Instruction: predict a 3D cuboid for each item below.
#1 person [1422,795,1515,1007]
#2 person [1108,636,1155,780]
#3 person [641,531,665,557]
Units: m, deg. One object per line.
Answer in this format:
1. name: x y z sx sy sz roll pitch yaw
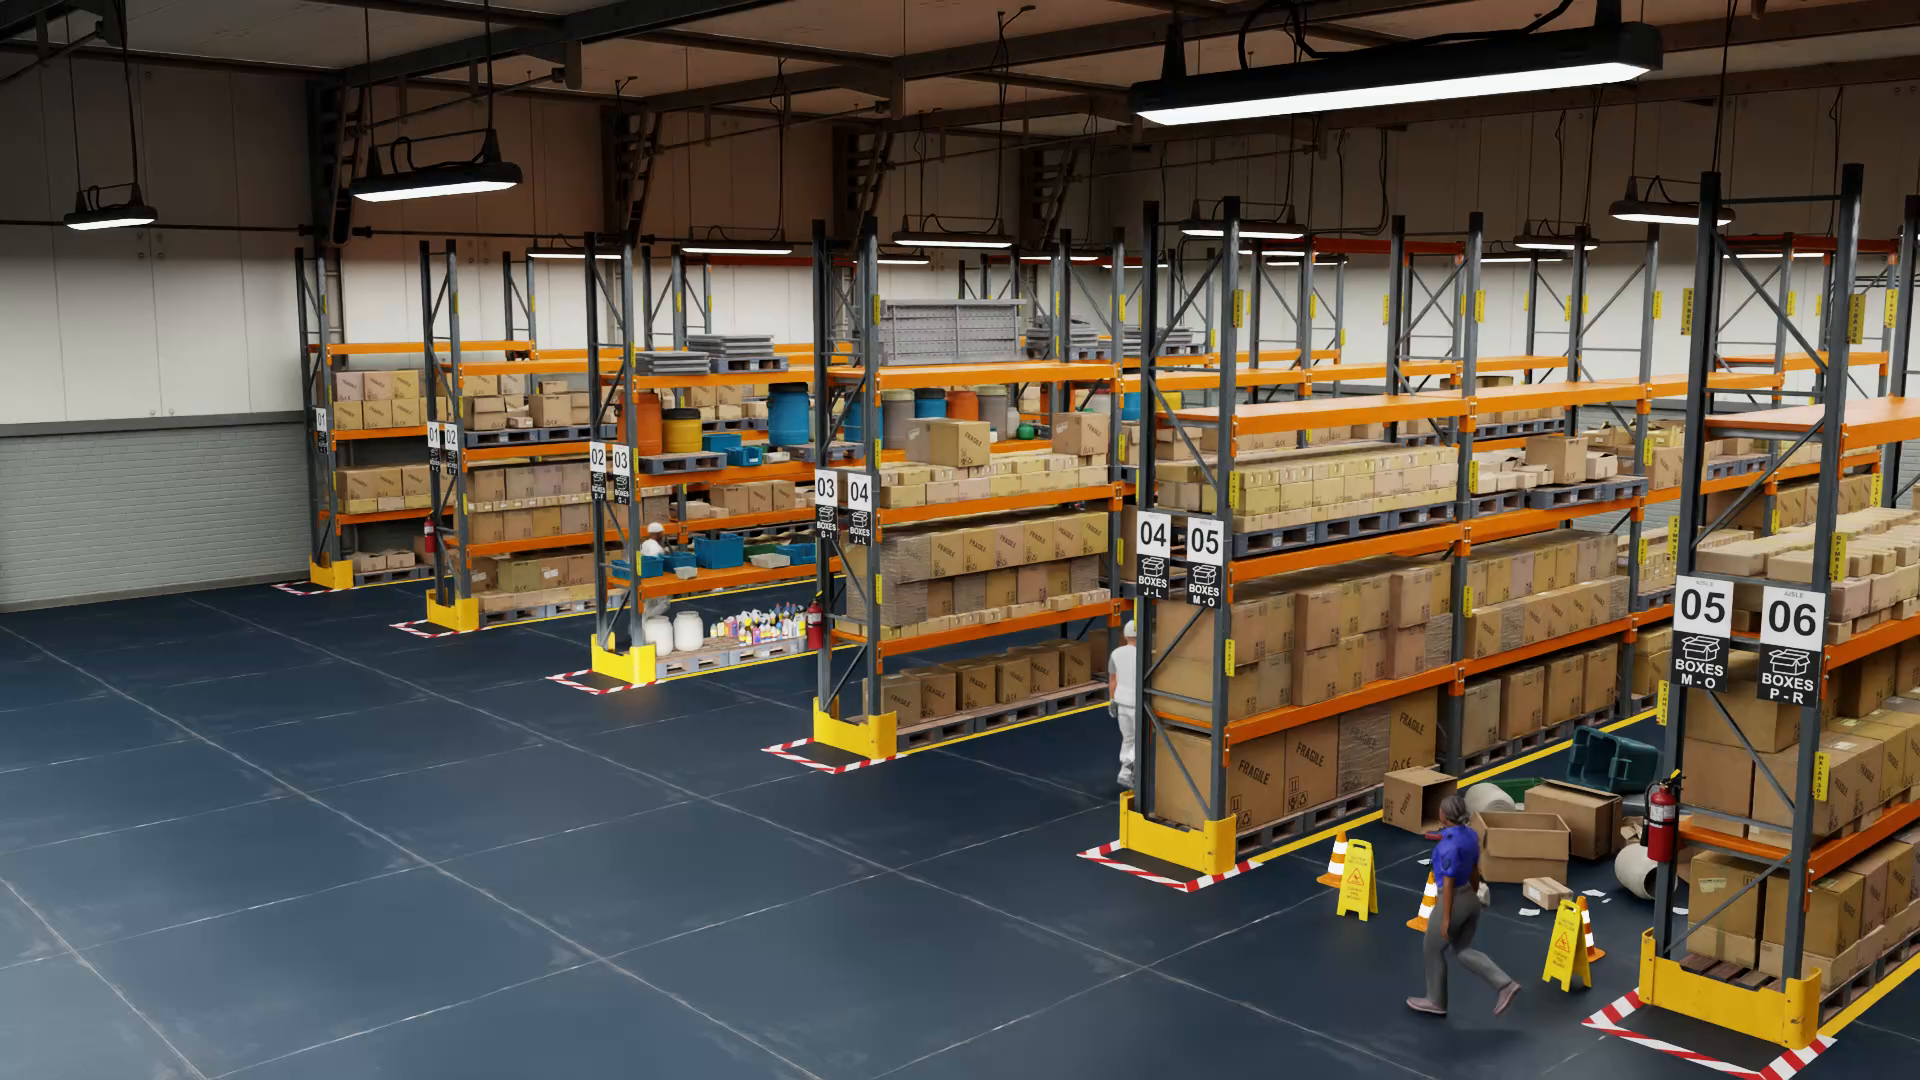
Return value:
1. person: 3.629 2.607 11.843 0.614 1.550 0.476 7 11 40
2. person: 1.777 1.736 17.471 0.449 1.686 0.536 -7 11 -41
3. person: -4.632 0.300 25.094 0.393 1.046 0.604 -5 10 -33
